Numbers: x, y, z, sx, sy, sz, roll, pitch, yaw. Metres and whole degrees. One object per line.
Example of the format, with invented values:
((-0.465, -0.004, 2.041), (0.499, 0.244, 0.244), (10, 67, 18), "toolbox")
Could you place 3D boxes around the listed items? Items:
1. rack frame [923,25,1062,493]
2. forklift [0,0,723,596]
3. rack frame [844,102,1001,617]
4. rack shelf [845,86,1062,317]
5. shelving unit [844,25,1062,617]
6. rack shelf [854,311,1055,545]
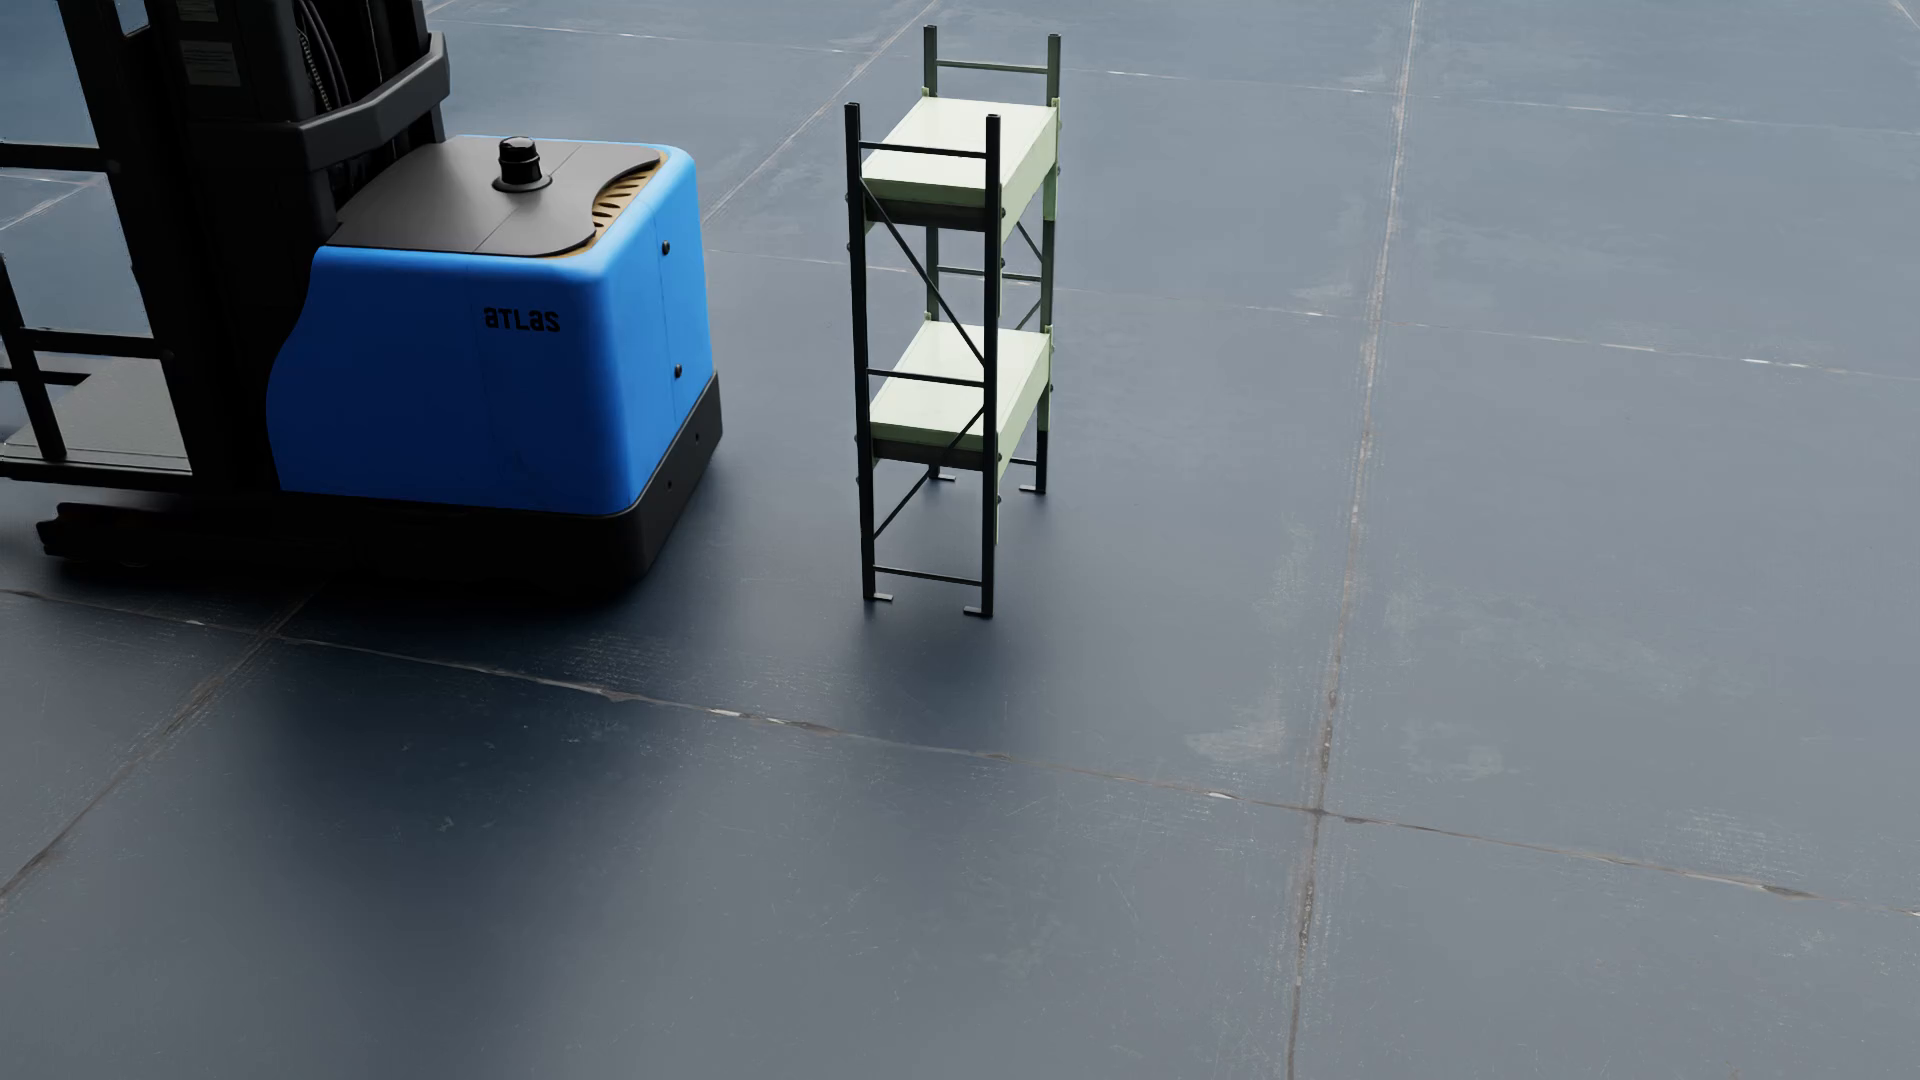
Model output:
((0.091, -0.819, 5.141), (0.400, 1.500, 0.023), (8, 33, 12), "rack frame")
((-2.371, -1.425, 4.760), (3.031, 2.935, 1.130), (5, 33, 7), "forklift")
((-0.095, -0.440, 4.543), (0.400, 1.500, 0.023), (8, 33, 12), "rack frame")
((-0.002, -0.959, 4.633), (0.431, 0.370, 0.720), (8, 33, 12), "rack shelf")
((-0.002, -0.629, 4.842), (0.431, 1.500, 0.755), (8, 33, 12), "shelving unit")
((-0.002, -0.354, 5.017), (0.431, 0.370, 0.720), (8, 33, 12), "rack shelf")
